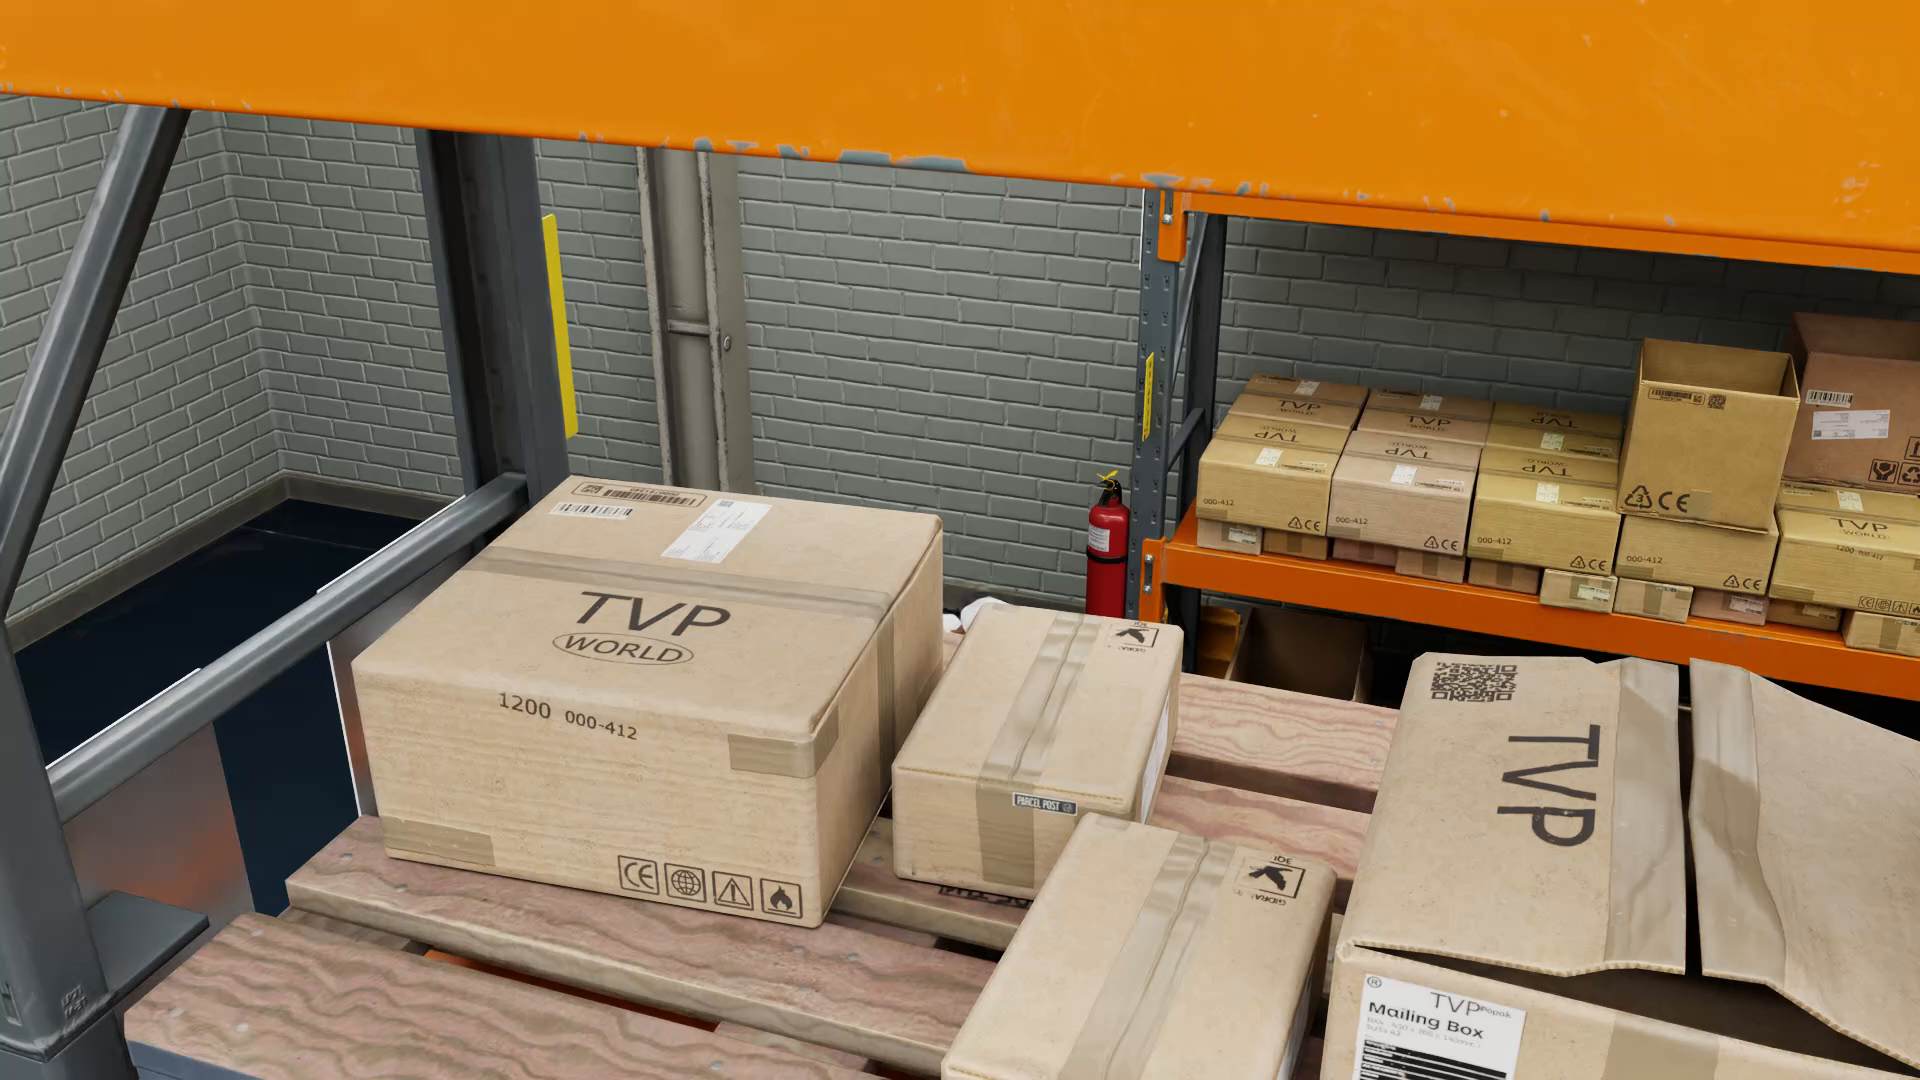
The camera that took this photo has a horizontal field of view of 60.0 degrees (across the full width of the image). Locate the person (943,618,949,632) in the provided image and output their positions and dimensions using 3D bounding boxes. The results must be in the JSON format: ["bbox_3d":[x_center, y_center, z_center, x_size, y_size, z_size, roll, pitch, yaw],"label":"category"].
[{"bbox_3d":[-0.115,0.731,6.065,0.587,1.758,0.502,9,27,18],"label":"person"}]
